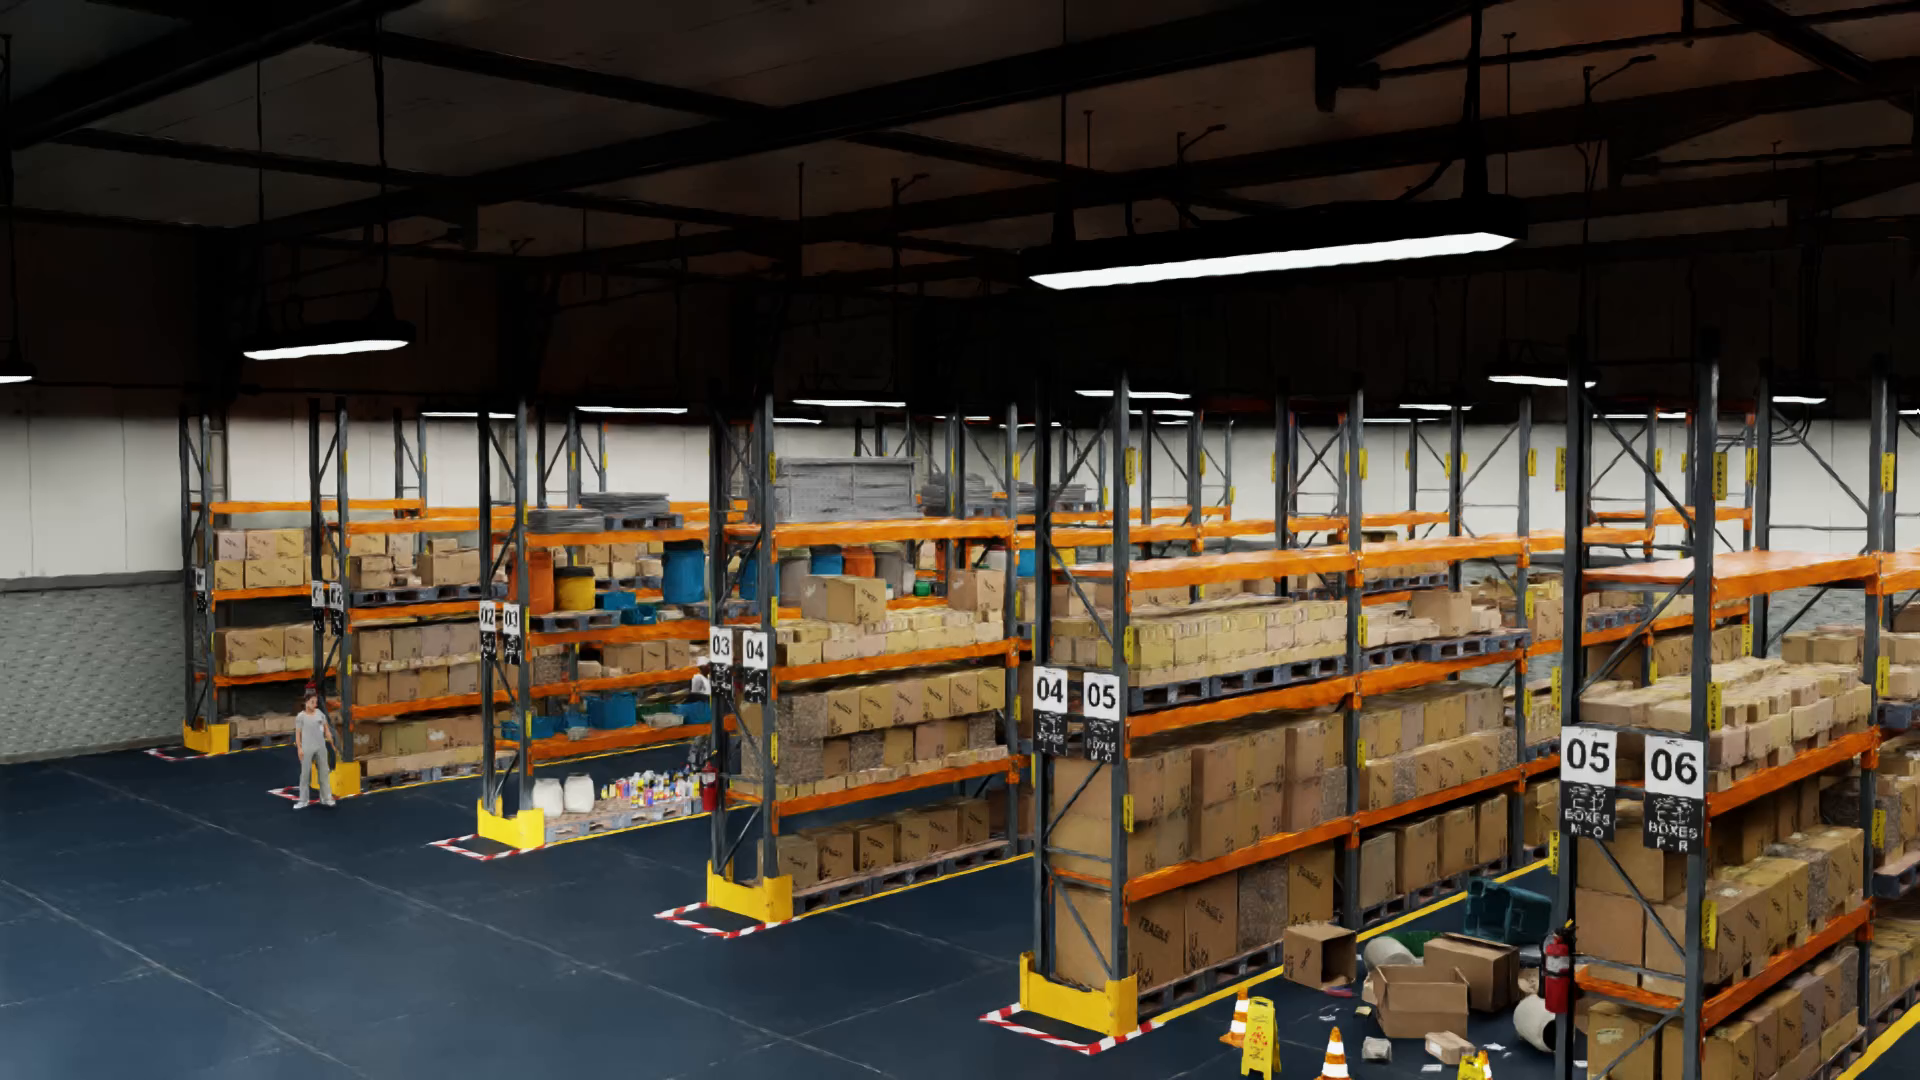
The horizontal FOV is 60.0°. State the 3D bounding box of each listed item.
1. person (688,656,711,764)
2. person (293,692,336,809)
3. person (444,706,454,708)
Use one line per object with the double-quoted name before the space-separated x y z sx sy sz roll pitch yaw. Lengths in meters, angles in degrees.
"person" -4.262 2.822 27.515 0.447 1.780 0.600 1 3 15
"person" -9.370 3.040 24.120 0.624 1.675 0.379 -3 4 -41
"person" -9.101 2.794 29.765 0.621 1.588 0.828 2 3 27
